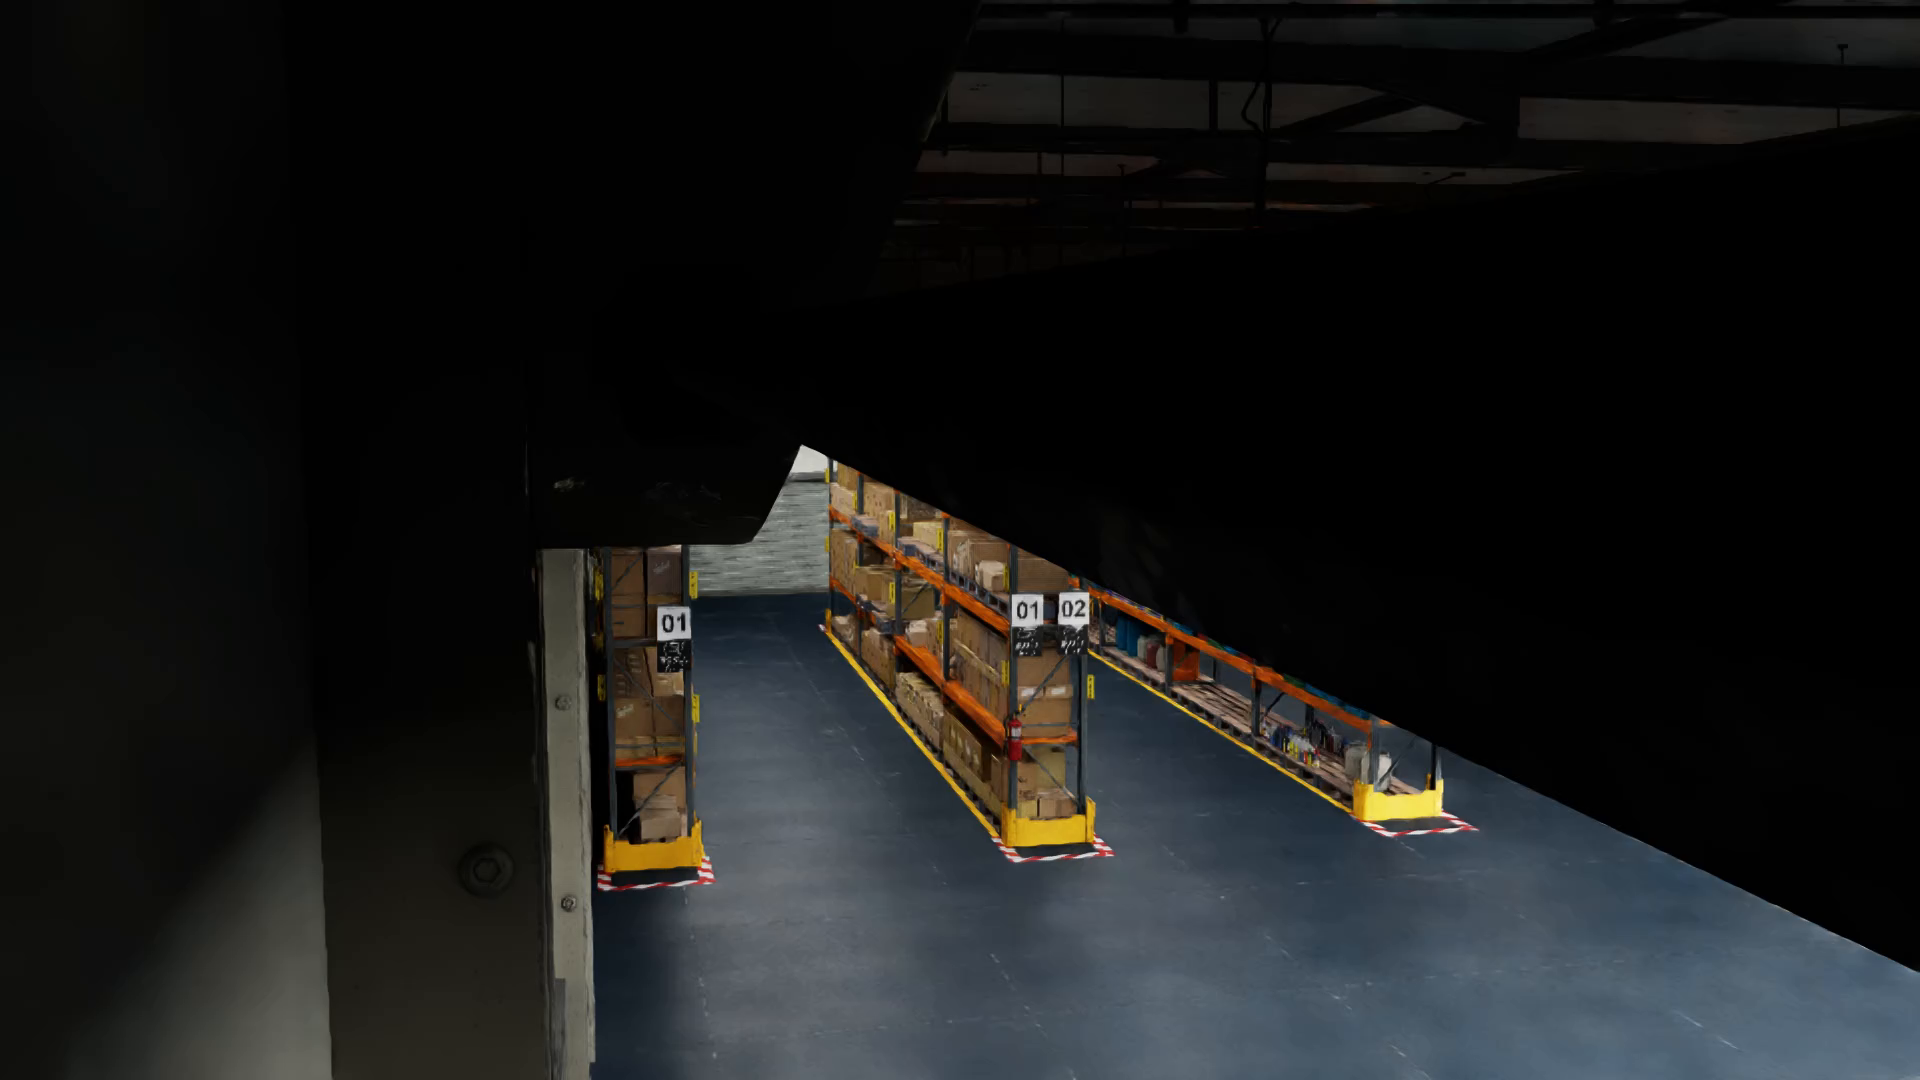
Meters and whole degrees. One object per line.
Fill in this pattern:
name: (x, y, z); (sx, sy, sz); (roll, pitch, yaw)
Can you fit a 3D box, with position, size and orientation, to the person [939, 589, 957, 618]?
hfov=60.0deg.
person: (-0.237, 1.382, 34.138); (0.385, 1.769, 0.703); (-3, 7, -23)
